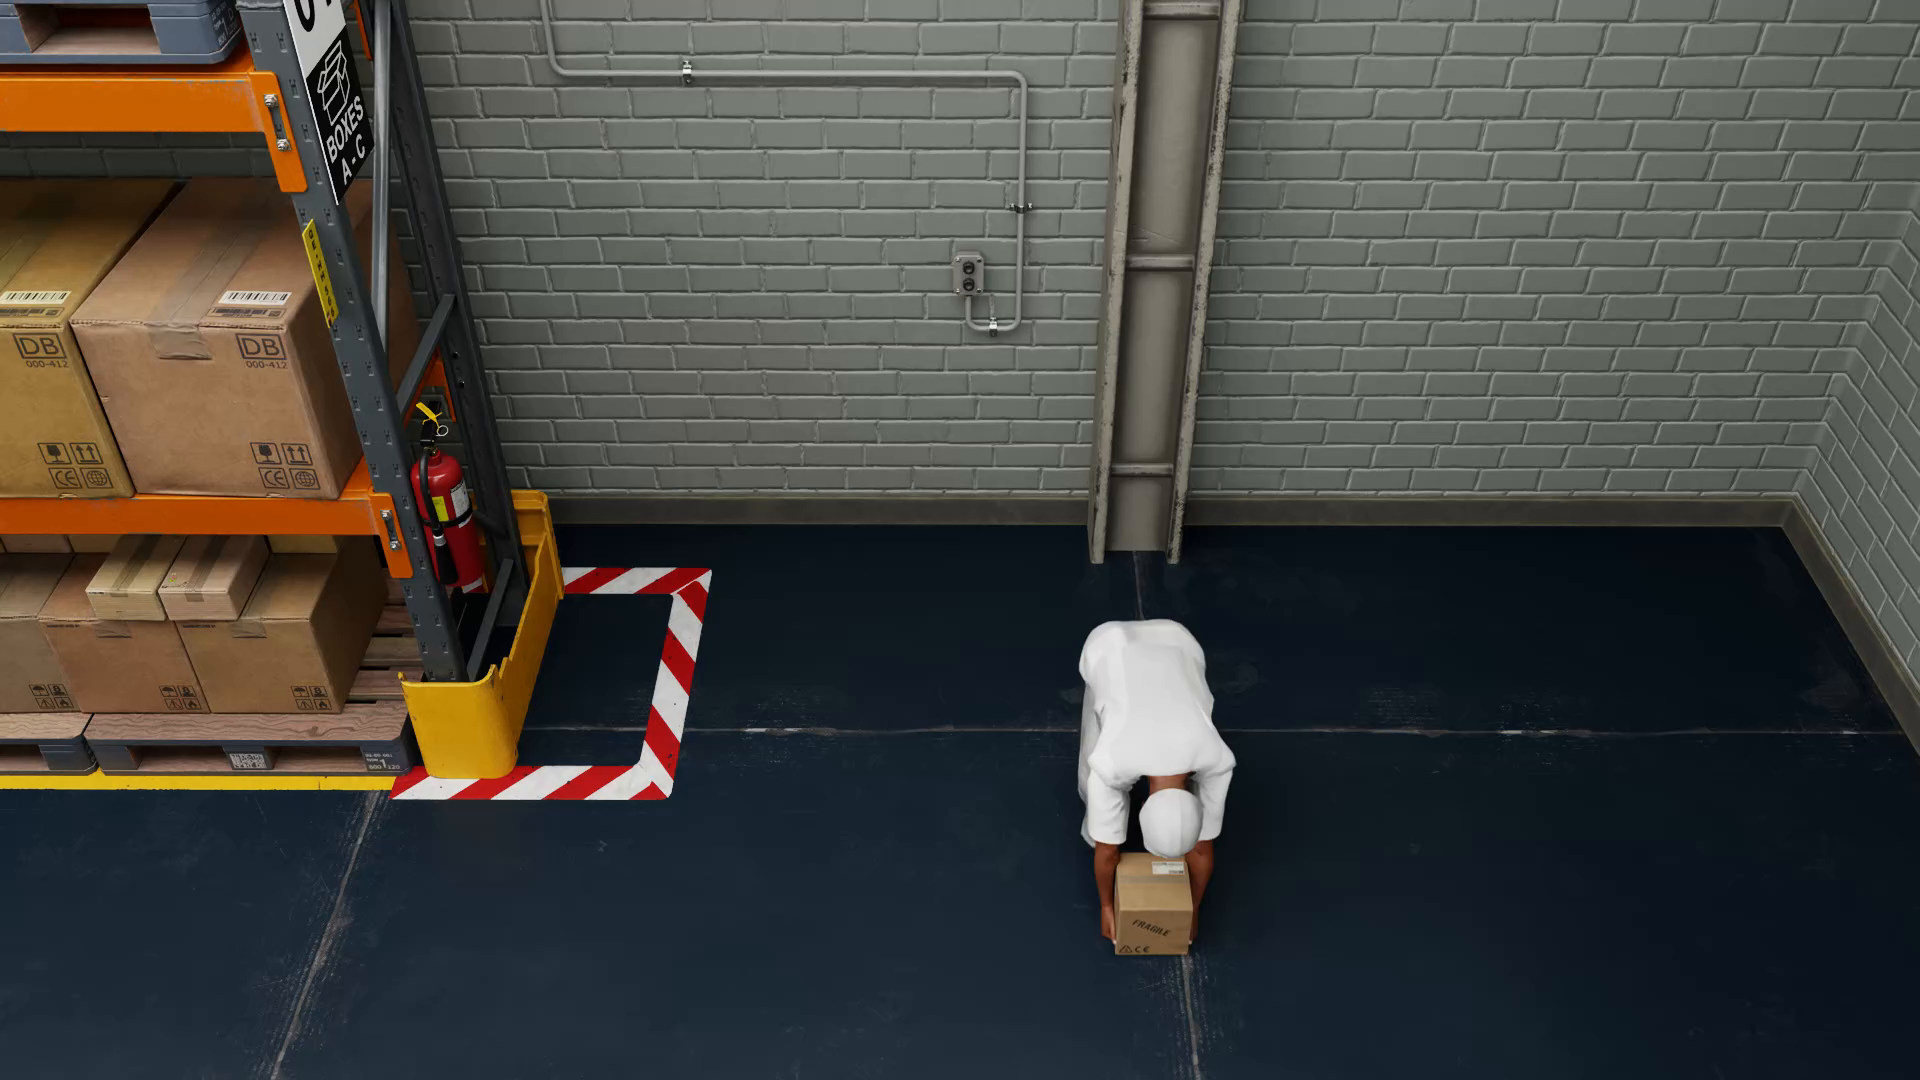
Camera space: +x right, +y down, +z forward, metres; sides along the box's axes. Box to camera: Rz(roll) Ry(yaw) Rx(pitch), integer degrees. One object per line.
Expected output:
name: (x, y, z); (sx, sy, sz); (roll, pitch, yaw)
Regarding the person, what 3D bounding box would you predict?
person: (0.674, 0.832, 5.827); (0.504, 0.896, 0.978); (-2, 39, -2)
